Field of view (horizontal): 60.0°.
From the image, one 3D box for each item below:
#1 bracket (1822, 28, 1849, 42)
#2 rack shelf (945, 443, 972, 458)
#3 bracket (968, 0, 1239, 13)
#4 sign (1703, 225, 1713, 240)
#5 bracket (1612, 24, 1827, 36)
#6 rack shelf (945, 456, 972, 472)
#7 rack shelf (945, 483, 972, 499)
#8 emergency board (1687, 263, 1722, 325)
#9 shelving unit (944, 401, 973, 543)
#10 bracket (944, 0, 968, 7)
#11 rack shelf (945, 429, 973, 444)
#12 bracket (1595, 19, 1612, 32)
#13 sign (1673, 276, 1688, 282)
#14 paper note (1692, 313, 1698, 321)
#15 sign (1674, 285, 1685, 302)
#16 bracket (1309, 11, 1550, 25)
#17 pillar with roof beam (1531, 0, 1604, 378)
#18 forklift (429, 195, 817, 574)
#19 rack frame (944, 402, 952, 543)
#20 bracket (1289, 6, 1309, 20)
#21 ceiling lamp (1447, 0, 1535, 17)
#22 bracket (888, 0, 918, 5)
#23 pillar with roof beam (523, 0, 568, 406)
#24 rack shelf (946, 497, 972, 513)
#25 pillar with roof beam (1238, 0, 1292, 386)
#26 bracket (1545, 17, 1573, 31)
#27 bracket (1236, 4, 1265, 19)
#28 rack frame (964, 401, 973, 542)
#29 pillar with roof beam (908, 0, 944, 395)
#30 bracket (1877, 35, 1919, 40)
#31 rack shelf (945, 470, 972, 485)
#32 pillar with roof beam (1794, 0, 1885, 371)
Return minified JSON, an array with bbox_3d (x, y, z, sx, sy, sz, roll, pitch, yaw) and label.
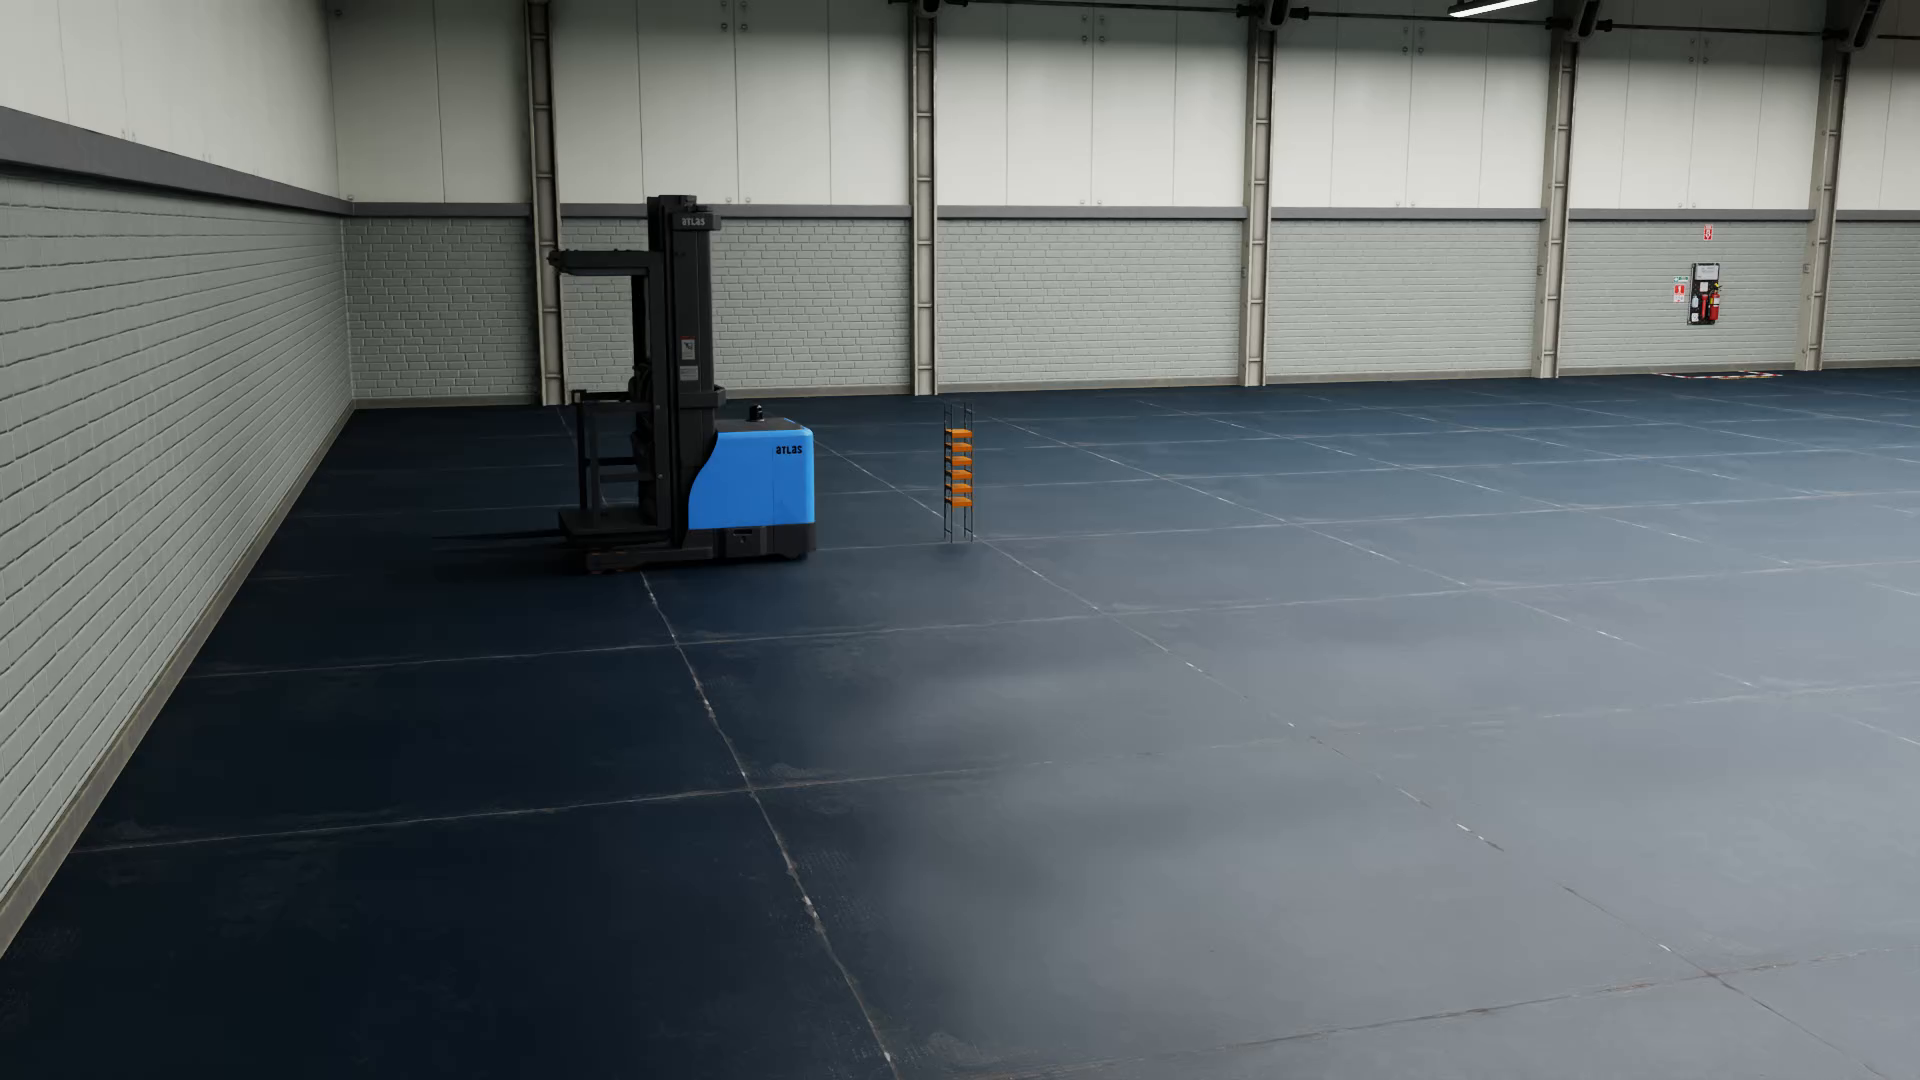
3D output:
[{"bbox_3d":[16.380,-9.460,31.134,0.430,0.232,0.235,-3,11,-16],"label":"bracket"},{"bbox_3d":[-0.014,-0.782,14.398,0.180,0.103,0.258,-3,11,-16],"label":"rack shelf"},{"bbox_3d":[2.368,-8.721,27.123,4.783,0.066,0.076,-3,11,-16],"label":"bracket"},{"bbox_3d":[14.260,-5.860,31.691,0.199,0.298,0.001,-3,11,-16],"label":"sign"},{"bbox_3d":[13.889,-9.328,30.421,4.783,0.066,0.076,-3,11,-16],"label":"bracket"},{"bbox_3d":[-0.014,-0.664,14.420,0.180,0.103,0.258,-3,11,-16],"label":"rack shelf"},{"bbox_3d":[-0.014,-0.428,14.464,0.180,0.103,0.258,-3,11,-16],"label":"rack shelf"},{"bbox_3d":[14.295,-4.703,31.809,0.643,1.169,0.194,-3,11,-16],"label":"emergency board"},{"bbox_3d":[-0.014,-0.589,14.434,0.189,1.200,0.258,-3,11,-16],"label":"shelving unit"},{"bbox_3d":[-0.106,-8.591,26.414,0.430,0.232,0.235,-3,11,-16],"label":"bracket"},{"bbox_3d":[-0.014,-0.900,14.377,0.180,0.103,0.258,-3,11,-16],"label":"rack shelf"},{"bbox_3d":[11.416,-9.198,29.713,0.430,0.232,0.235,-3,11,-16],"label":"bracket"},{"bbox_3d":[13.743,-4.970,31.696,0.331,0.109,0.001,-3,11,-16],"label":"sign"},{"bbox_3d":[14.106,-4.273,31.905,0.142,0.148,0.016,-3,11,-16],"label":"paper note"},{"bbox_3d":[13.736,-4.711,31.751,0.234,0.329,0.001,-3,11,-16],"label":"sign"},{"bbox_3d":[8.129,-9.025,28.772,4.783,0.066,0.076,-3,11,-16],"label":"bracket"},{"bbox_3d":[12.121,-6.720,26.195,0.548,9.000,9.100,-3,11,-16],"label":"pillar with roof beam"},{"bbox_3d":[-2.757,-1.280,13.406,3.031,2.935,1.130,-3,11,-18],"label":"forklift"},{"bbox_3d":[-0.102,-0.585,14.409,0.006,1.200,0.240,-3,11,-16],"label":"rack frame"},{"bbox_3d":[5.655,-8.894,28.064,0.430,0.232,0.235,-3,11,-16],"label":"bracket"},{"bbox_3d":[7.479,-9.222,23.666,0.800,3.185,2.000,-3,11,-16],"label":"ceiling lamp"},{"bbox_3d":[-0.903,-8.549,26.186,0.430,0.232,0.235,-3,11,-16],"label":"bracket"},{"bbox_3d":[-5.161,-5.809,21.247,0.548,9.000,9.100,-3,11,-16],"label":"pillar with roof beam"},{"bbox_3d":[-0.014,-0.310,14.485,0.180,0.103,0.258,-3,11,-16],"label":"rack shelf"},{"bbox_3d":[6.360,-6.416,24.546,0.548,9.000,9.100,-3,11,-16],"label":"pillar with roof beam"},{"bbox_3d":[10.619,-9.156,29.485,0.430,0.232,0.235,-3,11,-16],"label":"bracket"},{"bbox_3d":[4.858,-8.852,27.835,0.430,0.232,0.235,-3,11,-16],"label":"bracket"},{"bbox_3d":[0.074,-0.594,14.459,0.006,1.200,0.240,-3,11,-16],"label":"rack frame"},{"bbox_3d":[0.599,-6.113,22.896,0.548,9.000,9.100,-3,11,-16],"label":"pillar with roof beam"},{"bbox_3d":[19.650,-9.632,32.070,4.783,0.066,0.076,-3,11,-16],"label":"bracket"},{"bbox_3d":[-0.014,-0.546,14.442,0.180,0.103,0.258,-3,11,-16],"label":"rack shelf"},{"bbox_3d":[17.882,-7.024,27.844,0.548,9.000,9.100,-3,11,-16],"label":"pillar with roof beam"}]
